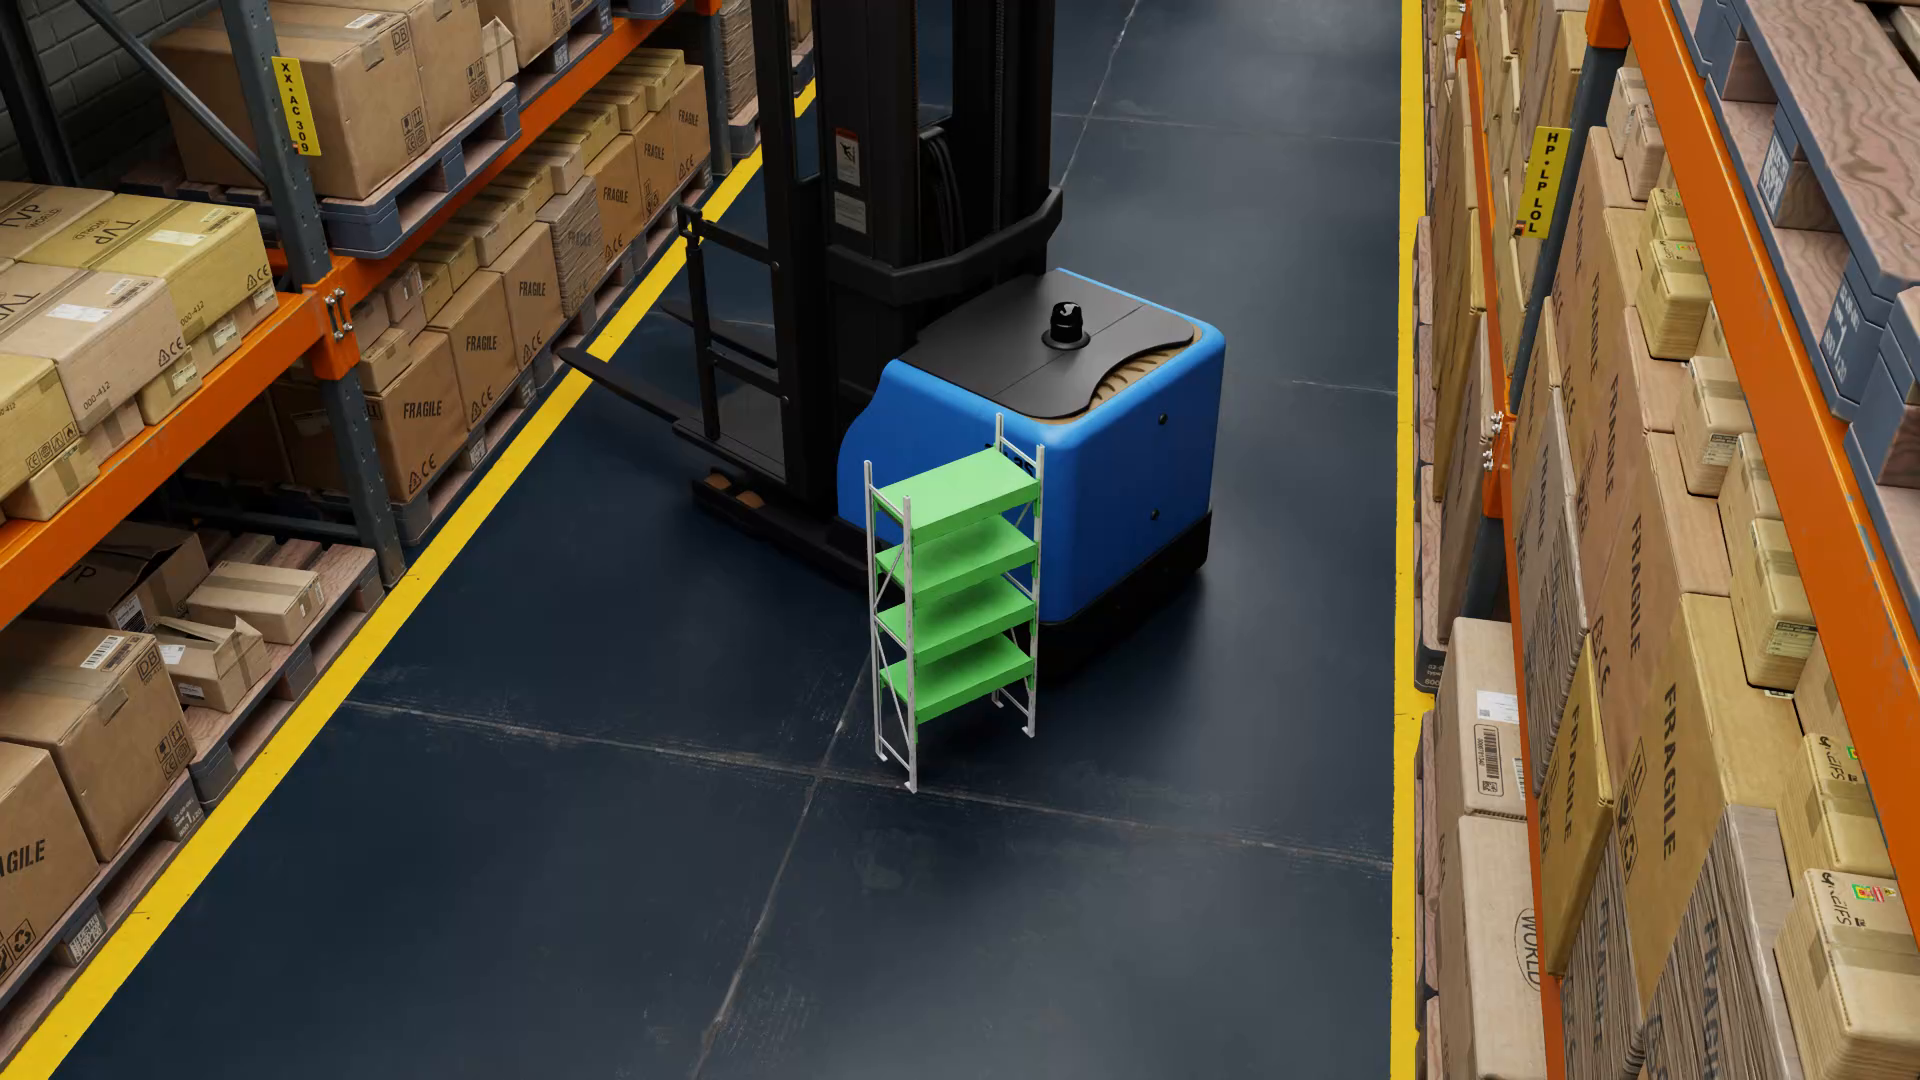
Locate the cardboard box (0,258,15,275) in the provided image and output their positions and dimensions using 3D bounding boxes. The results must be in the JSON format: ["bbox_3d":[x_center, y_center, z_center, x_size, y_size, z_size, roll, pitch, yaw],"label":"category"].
[{"bbox_3d":[-3.157,-0.639,4.949,0.500,0.250,0.500,7,37,10],"label":"cardboard box"}]

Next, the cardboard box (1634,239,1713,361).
[{"bbox_3d":[1.592,-0.473,3.356,0.380,0.149,0.250,6,36,9],"label":"cardboard box"}]

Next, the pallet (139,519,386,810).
[{"bbox_3d":[-2.834,0.405,6.011,1.003,0.211,1.213,7,37,10],"label":"pallet"}]

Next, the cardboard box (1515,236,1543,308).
[{"bbox_3d":[2.020,-0.922,5.168,0.500,0.250,0.500,7,37,10],"label":"cardboard box"}]

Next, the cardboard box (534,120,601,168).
[{"bbox_3d":[-1.971,-1.922,8.065,0.380,0.149,0.250,7,36,9],"label":"cardboard box"}]

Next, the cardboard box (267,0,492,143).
[{"bbox_3d":[-2.254,-1.874,6.337,0.700,0.500,0.500,8,37,10],"label":"cardboard box"}]

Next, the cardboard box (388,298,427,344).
[{"bbox_3d":[-2.367,-0.879,6.626,0.380,0.149,0.250,6,36,9],"label":"cardboard box"}]

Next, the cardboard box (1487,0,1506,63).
[{"bbox_3d":[2.438,-2.092,6.783,0.500,0.250,0.500,7,37,10],"label":"cardboard box"}]

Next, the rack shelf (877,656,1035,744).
[{"bbox_3d":[-0.016,0.470,5.597,0.480,0.148,0.258,-22,41,-27],"label":"rack shelf"}]

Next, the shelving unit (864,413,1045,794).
[{"bbox_3d":[-0.016,0.224,5.418,0.503,1.200,0.258,-22,41,-27],"label":"shelving unit"}]

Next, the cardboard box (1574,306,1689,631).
[{"bbox_3d":[1.590,-0.119,3.421,0.500,0.500,0.500,8,37,11],"label":"cardboard box"}]

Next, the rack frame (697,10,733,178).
[{"bbox_3d":[-1.832,-3.411,8.900,1.000,3.000,0.127,7,37,10],"label":"rack frame"}]

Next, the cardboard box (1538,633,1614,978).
[{"bbox_3d":[1.473,0.566,3.328,0.500,0.500,0.500,8,37,11],"label":"cardboard box"}]

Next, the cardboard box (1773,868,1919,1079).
[{"bbox_3d":[1.193,0.550,1.945,0.380,0.149,0.250,7,37,10],"label":"cardboard box"}]

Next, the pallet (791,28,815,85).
[{"bbox_3d":[-1.356,-3.446,11.325,1.003,0.211,1.213,7,37,10],"label":"pallet"}]

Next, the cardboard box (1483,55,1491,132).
[{"bbox_3d":[2.457,-1.884,6.921,0.500,0.250,0.500,8,37,12],"label":"cardboard box"}]

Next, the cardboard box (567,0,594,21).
[{"bbox_3d":[-2.000,-2.664,7.423,0.797,0.503,0.637,7,36,9],"label":"cardboard box"}]

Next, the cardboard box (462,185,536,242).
[{"bbox_3d":[-2.133,-1.467,7.437,0.380,0.149,0.250,9,37,12],"label":"cardboard box"}]

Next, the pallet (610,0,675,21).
[{"bbox_3d":[-1.909,-2.936,8.408,1.213,0.211,1.003,7,37,10],"label":"pallet"}]

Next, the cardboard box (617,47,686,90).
[{"bbox_3d":[-1.690,-2.516,8.885,0.380,0.149,0.250,6,36,8],"label":"cardboard box"}]

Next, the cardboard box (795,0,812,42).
[{"bbox_3d":[-1.410,-3.737,11.015,0.875,0.625,0.625,6,36,8],"label":"cardboard box"}]

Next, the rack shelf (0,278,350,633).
[{"bbox_3d":[-3.114,0.320,4.365,1.077,0.370,4.000,7,37,10],"label":"rack shelf"}]

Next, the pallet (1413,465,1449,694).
[{"bbox_3d":[2.254,0.180,6.322,1.003,0.211,1.213,7,37,10],"label":"pallet"}]

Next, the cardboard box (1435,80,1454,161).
[{"bbox_3d":[3.148,-2.219,9.137,0.950,0.372,0.625,5,36,7],"label":"cardboard box"}]

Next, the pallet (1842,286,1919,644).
[{"bbox_3d":[1.457,0.191,1.451,1.003,0.211,1.213,7,37,10],"label":"pallet"}]

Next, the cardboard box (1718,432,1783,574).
[{"bbox_3d":[1.483,-0.030,2.745,0.380,0.149,0.250,8,37,11],"label":"cardboard box"}]

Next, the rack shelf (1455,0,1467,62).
[{"bbox_3d":[3.445,-3.646,9.837,1.077,0.370,4.000,7,37,10],"label":"rack shelf"}]

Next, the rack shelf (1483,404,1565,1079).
[{"bbox_3d":[1.736,0.940,3.509,1.077,0.370,4.000,7,37,10],"label":"rack shelf"}]

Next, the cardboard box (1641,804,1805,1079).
[{"bbox_3d":[1.262,0.741,2.234,0.500,0.500,0.500,7,37,10],"label":"cardboard box"}]

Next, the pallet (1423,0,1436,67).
[{"bbox_3d":[3.707,-3.508,11.411,1.003,0.211,1.213,7,37,10],"label":"pallet"}]

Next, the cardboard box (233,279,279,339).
[{"bbox_3d":[-2.508,-0.801,5.514,0.380,0.149,0.250,8,37,11],"label":"cardboard box"}]

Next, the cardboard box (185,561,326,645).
[{"bbox_3d":[-2.519,0.223,5.958,0.380,0.149,0.250,6,36,9],"label":"cardboard box"}]

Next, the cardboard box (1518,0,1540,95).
[{"bbox_3d":[2.244,-1.816,5.762,0.500,0.500,0.500,8,37,11],"label":"cardboard box"}]

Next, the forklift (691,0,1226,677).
[{"bbox_3d":[-0.472,-1.427,6.221,3.031,2.935,1.130,27,44,32],"label":"forklift"}]

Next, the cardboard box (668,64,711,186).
[{"bbox_3d":[-1.713,-2.299,9.138,0.500,0.500,0.500,8,37,11],"label":"cardboard box"}]

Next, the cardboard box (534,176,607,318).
[{"bbox_3d":[-2.032,-1.413,7.916,0.500,0.500,0.500,6,36,8],"label":"cardboard box"}]

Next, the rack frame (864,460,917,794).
[{"bbox_3d":[-0.218,0.304,5.308,0.015,1.200,0.240,-22,41,-27],"label":"rack frame"}]

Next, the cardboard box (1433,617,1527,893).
[{"bbox_3d":[1.924,0.716,5.031,0.875,0.438,0.875,7,36,9],"label":"cardboard box"}]

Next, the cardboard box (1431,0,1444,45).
[{"bbox_3d":[3.612,-3.476,10.872,0.950,0.372,0.625,10,37,13],"label":"cardboard box"}]

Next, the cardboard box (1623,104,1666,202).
[{"bbox_3d":[1.803,-0.908,3.957,0.380,0.149,0.250,8,37,11],"label":"cardboard box"}]

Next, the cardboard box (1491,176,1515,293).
[{"bbox_3d":[2.123,-1.017,5.725,0.500,0.250,0.500,7,36,9],"label":"cardboard box"}]
